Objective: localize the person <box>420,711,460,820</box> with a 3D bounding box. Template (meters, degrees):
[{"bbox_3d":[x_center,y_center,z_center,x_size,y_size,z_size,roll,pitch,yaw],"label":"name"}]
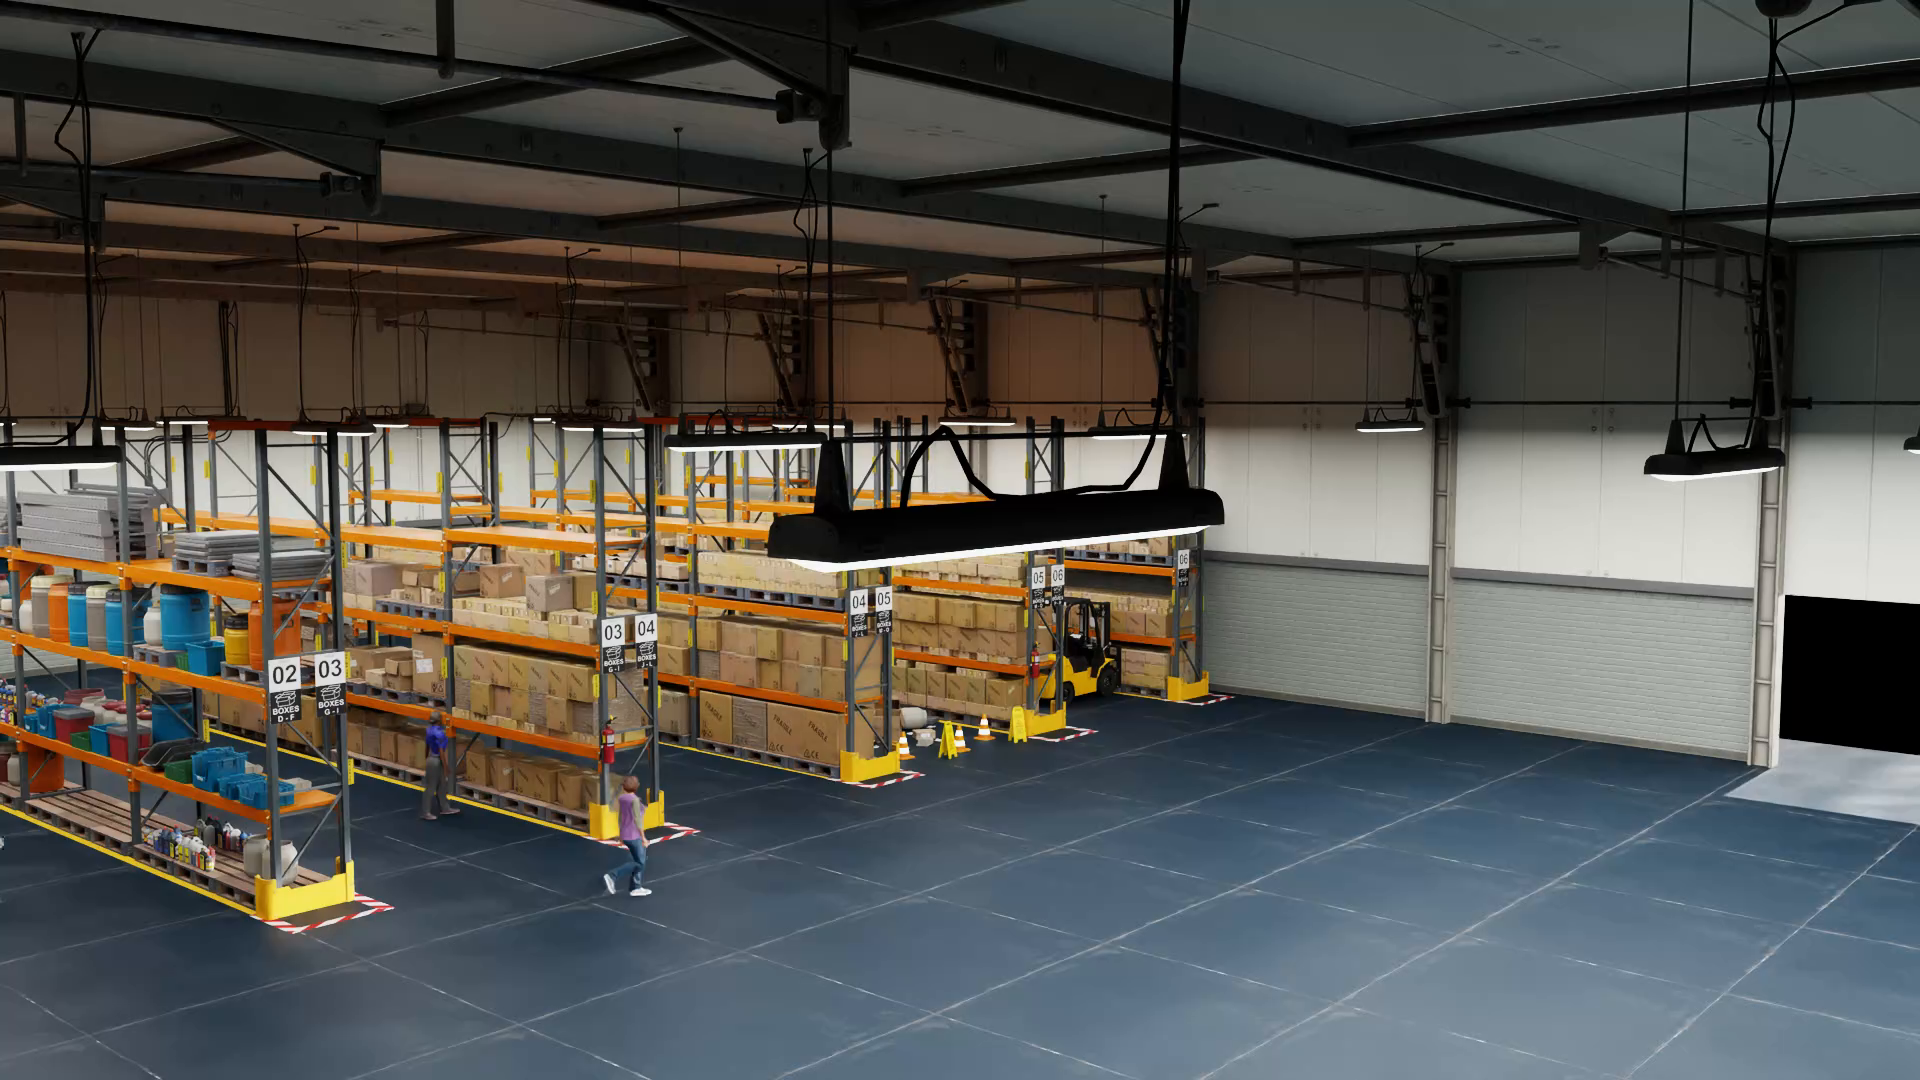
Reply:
[{"bbox_3d":[-7.933,3.410,25.313,0.591,1.644,0.485,-2,5,-19],"label":"person"}]

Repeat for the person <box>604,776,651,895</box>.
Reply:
[{"bbox_3d":[-4.235,3.779,21.140,0.619,1.575,0.392,-2,5,-21],"label":"person"}]

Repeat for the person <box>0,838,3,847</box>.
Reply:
[{"bbox_3d":[-12.343,3.757,21.044,0.458,1.728,0.599,-2,5,-21],"label":"person"}]
